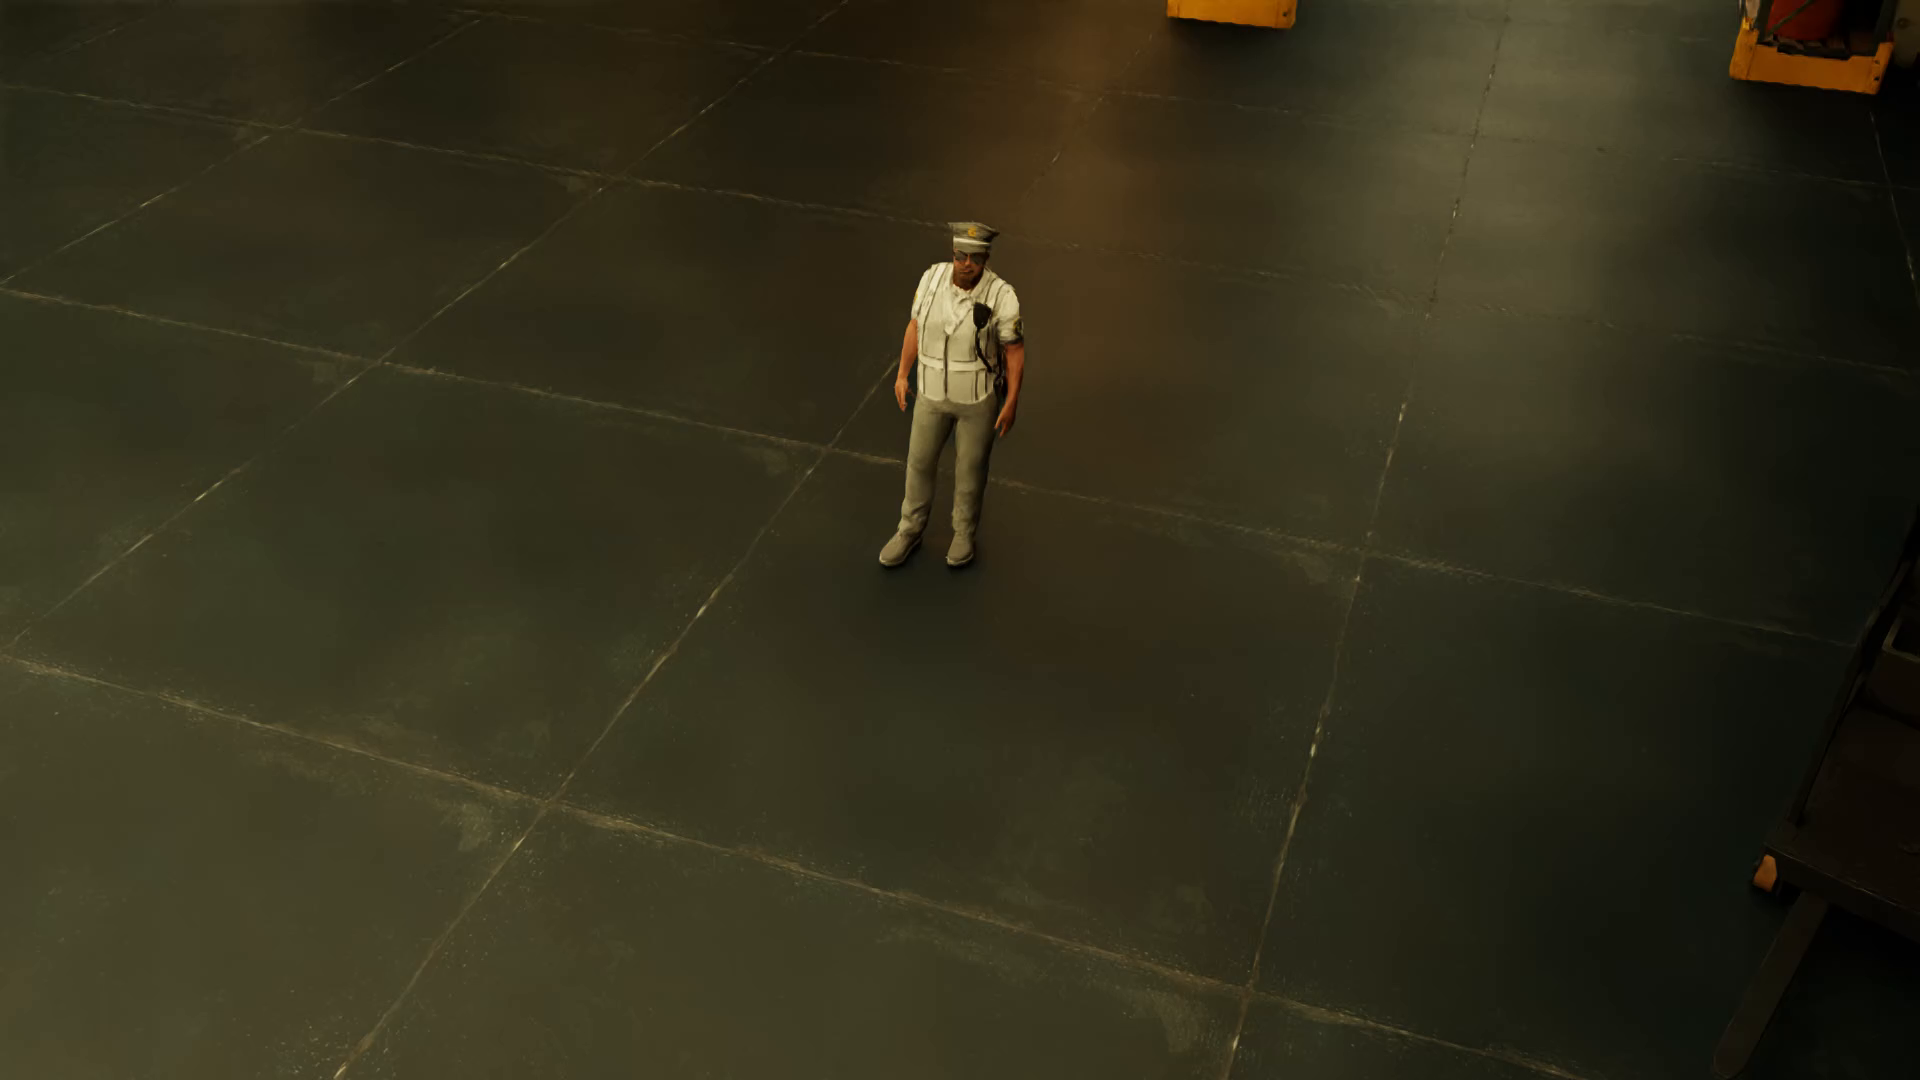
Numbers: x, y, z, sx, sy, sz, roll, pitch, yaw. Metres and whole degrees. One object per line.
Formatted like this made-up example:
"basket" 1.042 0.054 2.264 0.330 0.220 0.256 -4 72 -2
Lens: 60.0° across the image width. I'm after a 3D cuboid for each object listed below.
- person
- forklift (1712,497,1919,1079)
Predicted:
"person" -0.037 -0.692 8.069 0.640 1.778 0.574 12 37 16
"forklift" 3.799 0.249 5.759 1.130 2.935 3.031 25 43 31
